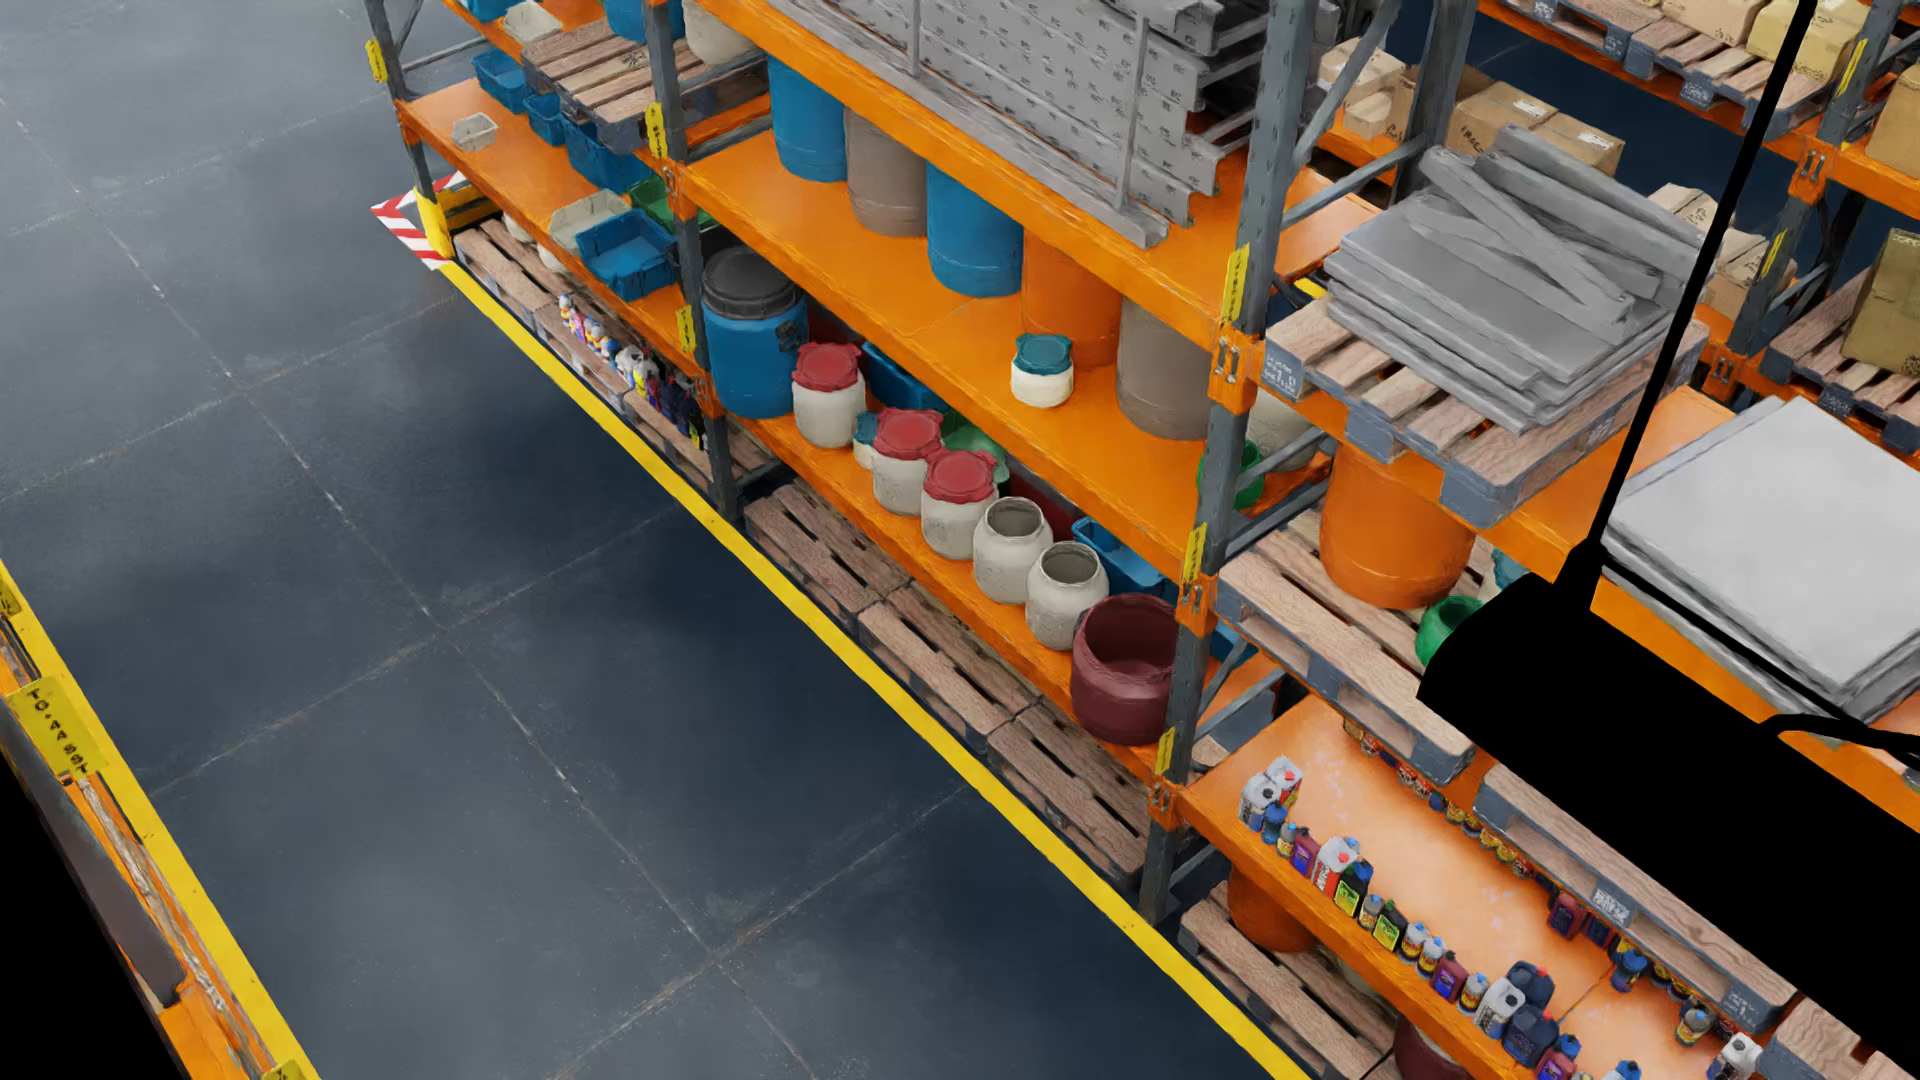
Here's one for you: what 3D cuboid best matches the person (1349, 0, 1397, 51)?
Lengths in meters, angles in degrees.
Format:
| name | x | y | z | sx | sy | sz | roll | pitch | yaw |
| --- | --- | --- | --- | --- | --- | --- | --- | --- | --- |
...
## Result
| name | x | y | z | sx | sy | sz | roll | pitch | yaw |
| --- | --- | --- | --- | --- | --- | --- | --- | --- | --- |
| person | 3.472 | -4.536 | 14.117 | 0.496 | 1.675 | 0.441 | 14 | 48 | 13 |
